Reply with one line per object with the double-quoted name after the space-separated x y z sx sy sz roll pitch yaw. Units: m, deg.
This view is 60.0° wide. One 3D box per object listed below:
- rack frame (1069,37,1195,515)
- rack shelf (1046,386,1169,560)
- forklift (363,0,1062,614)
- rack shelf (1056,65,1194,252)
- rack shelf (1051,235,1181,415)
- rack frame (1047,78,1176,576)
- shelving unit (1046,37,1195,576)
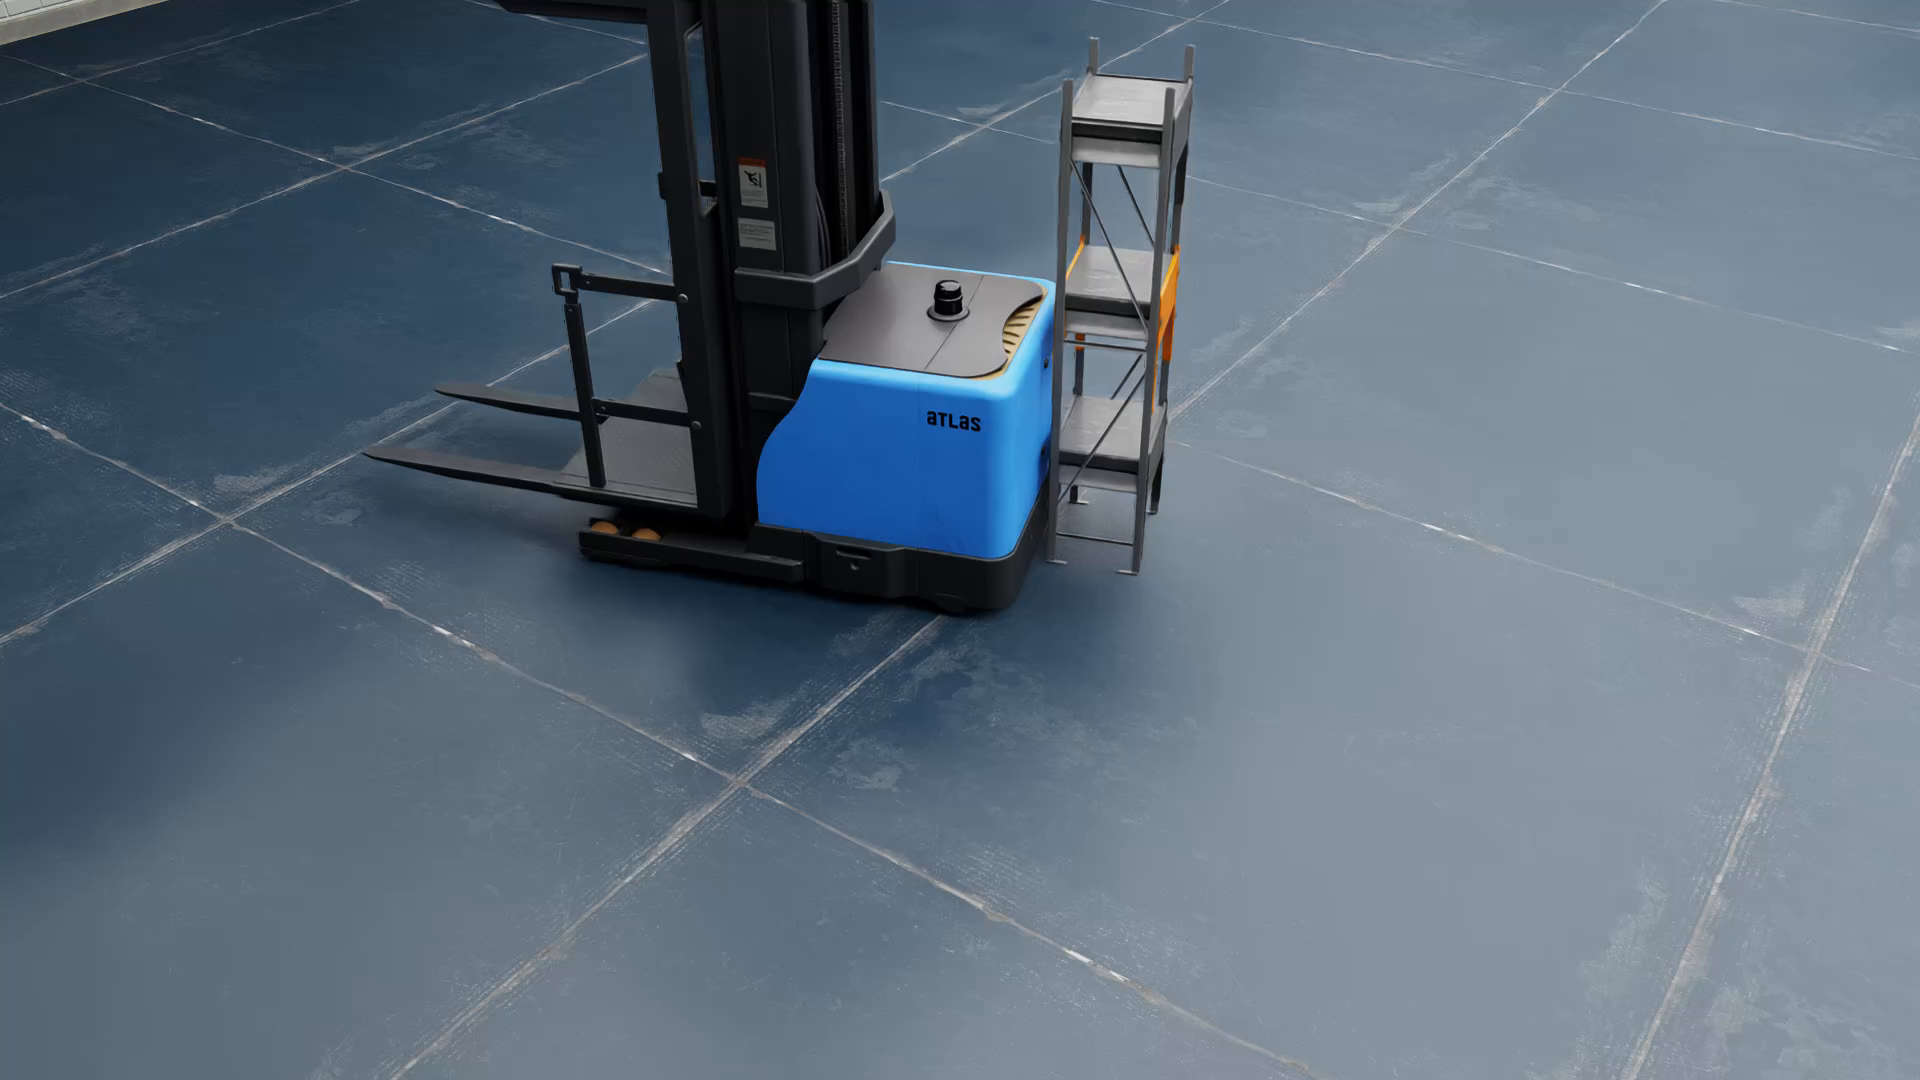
0.689 -1.012 6.873 0.400 2.100 0.015 8 35 12 "rack frame"
0.627 -0.289 7.077 0.431 0.518 0.480 8 35 12 "rack shelf"
-1.122 -1.370 6.659 3.031 2.935 1.130 9 35 13 "forklift"
0.627 -1.449 6.293 0.431 0.518 0.480 8 35 12 "rack shelf"
0.627 -0.869 6.685 0.431 0.518 0.480 8 35 12 "rack shelf"
0.565 -0.748 6.481 0.400 2.100 0.015 8 35 12 "rack frame"
0.627 -0.880 6.677 0.431 2.100 0.503 8 35 12 "shelving unit"
